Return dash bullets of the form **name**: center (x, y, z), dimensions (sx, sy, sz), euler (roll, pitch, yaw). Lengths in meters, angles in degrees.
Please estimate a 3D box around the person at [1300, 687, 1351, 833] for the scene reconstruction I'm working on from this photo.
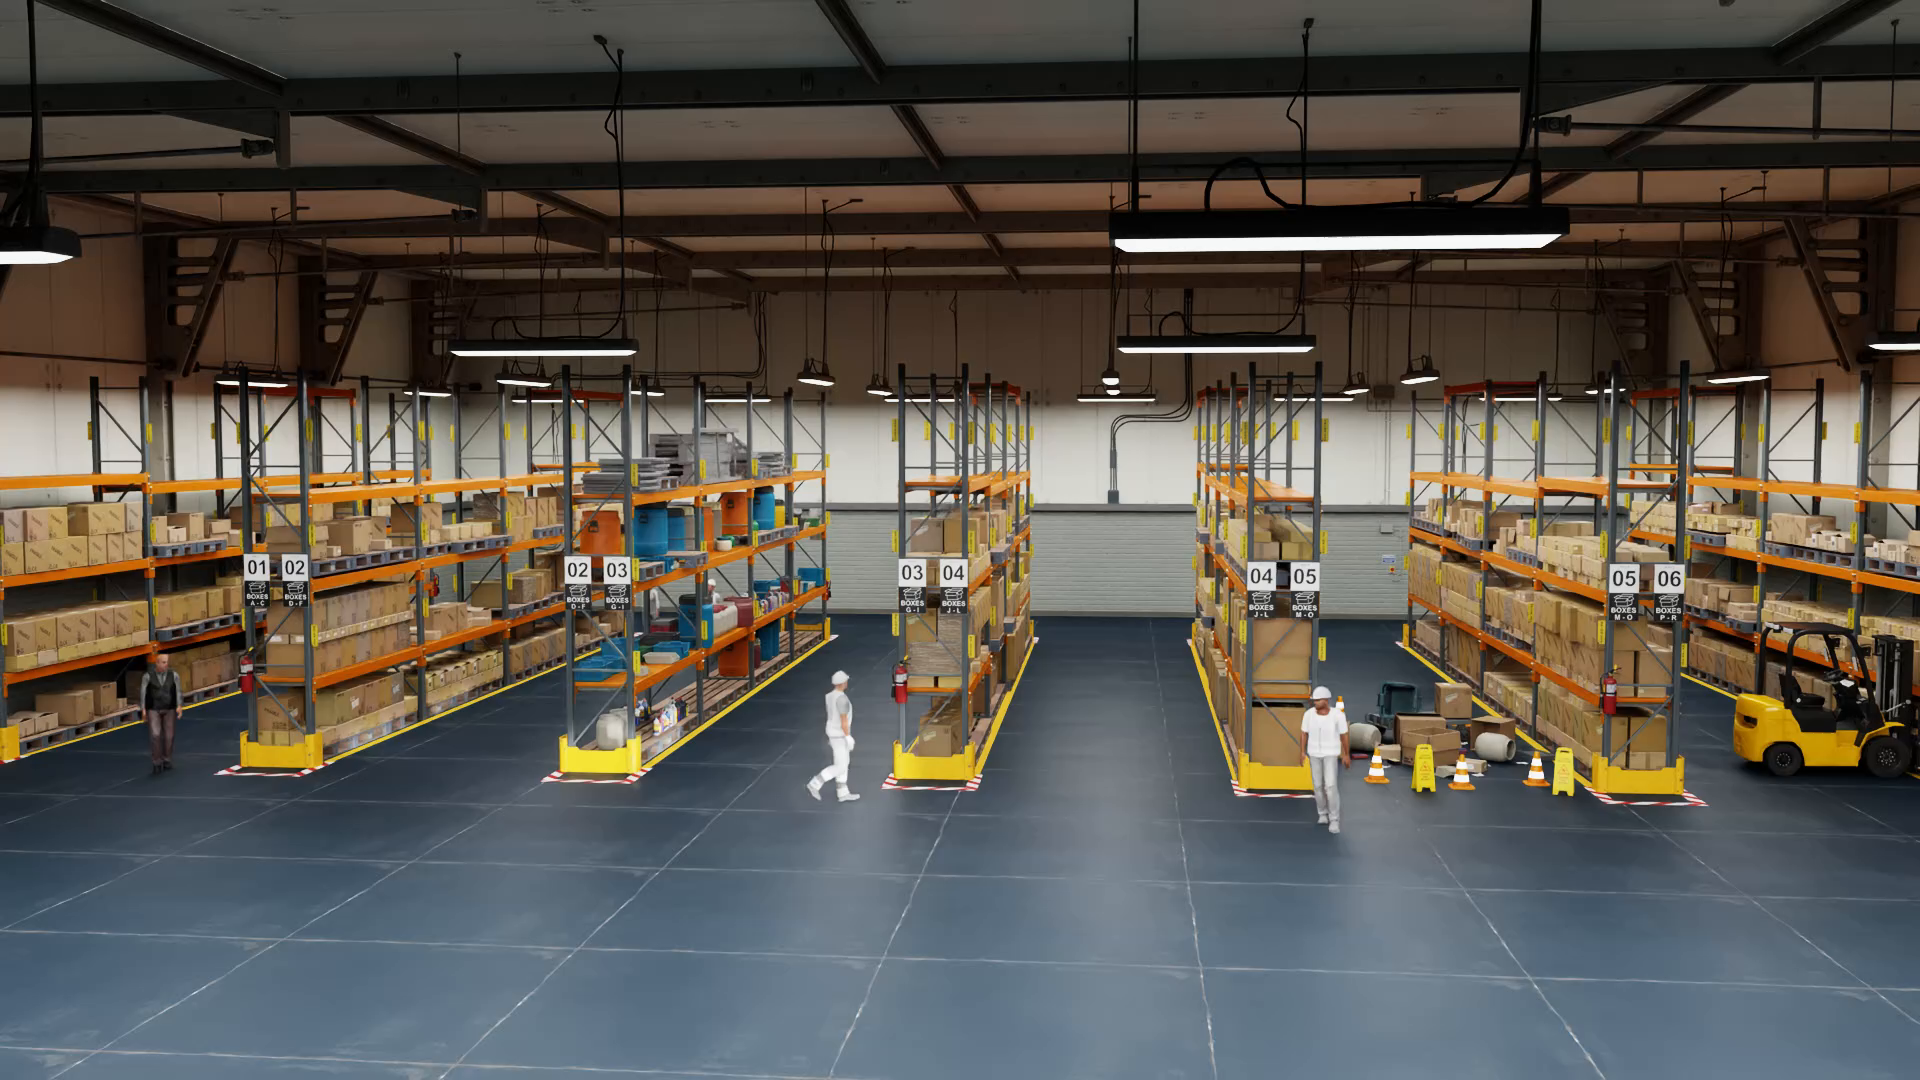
- **person**: center (4.605, 2.762, 21.156), dimensions (0.654, 1.763, 0.668), euler (2, 4, 33)

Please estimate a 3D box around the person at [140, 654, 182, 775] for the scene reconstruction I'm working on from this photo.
- **person**: center (-11.813, 2.584, 24.658), dimensions (0.563, 1.772, 0.599), euler (-3, 5, -36)

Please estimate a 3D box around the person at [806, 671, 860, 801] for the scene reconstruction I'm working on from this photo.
- **person**: center (-1.716, 2.660, 22.434), dimensions (0.759, 1.787, 0.527), euler (-1, 4, -12)

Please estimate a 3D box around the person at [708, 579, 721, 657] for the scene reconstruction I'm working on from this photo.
- **person**: center (-5.607, 1.767, 36.869), dimensions (0.552, 1.793, 0.787), euler (2, 4, 27)

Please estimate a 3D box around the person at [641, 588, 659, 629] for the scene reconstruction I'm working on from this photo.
- **person**: center (-7.263, 1.699, 39.095), dimensions (0.421, 1.562, 0.768), euler (0, 4, 3)
